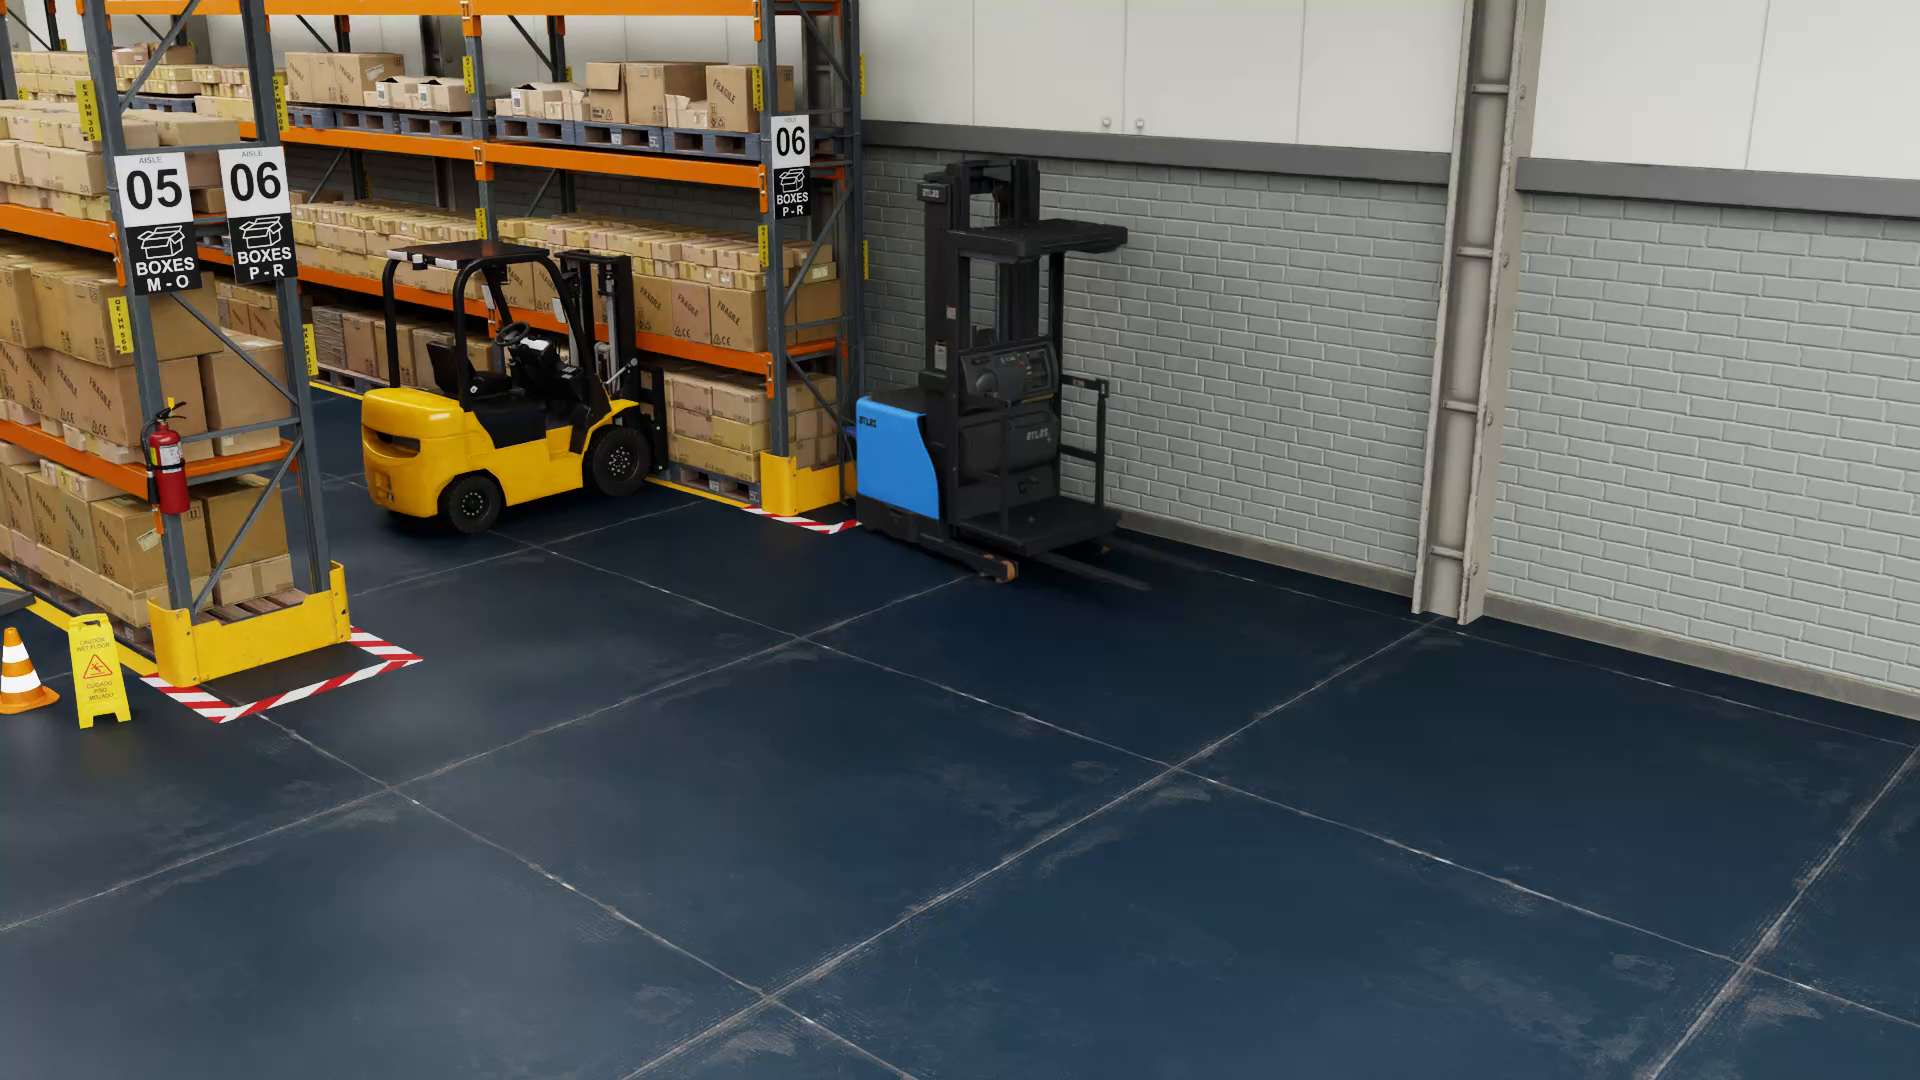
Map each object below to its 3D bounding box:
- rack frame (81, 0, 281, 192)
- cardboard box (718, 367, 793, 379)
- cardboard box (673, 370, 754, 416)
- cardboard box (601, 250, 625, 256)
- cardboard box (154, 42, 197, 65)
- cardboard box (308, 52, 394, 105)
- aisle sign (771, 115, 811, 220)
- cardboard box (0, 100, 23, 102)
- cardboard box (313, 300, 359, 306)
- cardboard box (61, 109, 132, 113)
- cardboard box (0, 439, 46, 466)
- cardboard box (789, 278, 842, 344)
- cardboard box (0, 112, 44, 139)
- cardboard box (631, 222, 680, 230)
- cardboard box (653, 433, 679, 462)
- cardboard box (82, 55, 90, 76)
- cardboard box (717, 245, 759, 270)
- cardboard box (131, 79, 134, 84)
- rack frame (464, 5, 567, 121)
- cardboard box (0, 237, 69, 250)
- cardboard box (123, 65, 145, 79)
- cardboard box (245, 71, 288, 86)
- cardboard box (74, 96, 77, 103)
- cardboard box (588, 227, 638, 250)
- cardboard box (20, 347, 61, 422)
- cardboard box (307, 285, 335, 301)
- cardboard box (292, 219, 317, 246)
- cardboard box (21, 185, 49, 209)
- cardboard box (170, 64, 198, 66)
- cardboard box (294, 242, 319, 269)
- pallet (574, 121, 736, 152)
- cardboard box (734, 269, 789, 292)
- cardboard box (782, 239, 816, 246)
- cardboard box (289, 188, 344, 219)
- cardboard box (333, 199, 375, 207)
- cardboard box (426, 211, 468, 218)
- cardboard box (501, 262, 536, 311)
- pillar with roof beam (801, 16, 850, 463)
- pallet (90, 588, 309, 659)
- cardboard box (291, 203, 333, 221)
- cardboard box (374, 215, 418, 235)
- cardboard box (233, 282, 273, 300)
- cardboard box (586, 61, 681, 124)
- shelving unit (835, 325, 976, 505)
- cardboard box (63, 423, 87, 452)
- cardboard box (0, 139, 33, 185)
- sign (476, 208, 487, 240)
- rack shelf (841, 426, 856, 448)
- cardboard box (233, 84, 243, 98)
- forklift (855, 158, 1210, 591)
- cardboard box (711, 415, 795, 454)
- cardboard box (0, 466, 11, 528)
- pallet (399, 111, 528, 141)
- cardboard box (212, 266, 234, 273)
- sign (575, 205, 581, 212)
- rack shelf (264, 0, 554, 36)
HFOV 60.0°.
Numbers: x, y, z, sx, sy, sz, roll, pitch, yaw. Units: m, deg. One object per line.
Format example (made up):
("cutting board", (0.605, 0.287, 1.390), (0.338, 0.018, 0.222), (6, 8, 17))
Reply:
("rack frame", (-4.478, -3.522, 9.335), (0.127, 3.000, 1.000), (15, 23, 39))
("cardboard box", (-1.796, -1.392, 14.737), (0.500, 0.250, 0.500), (15, 23, 39))
("cardboard box", (-2.123, -1.276, 14.372), (0.500, 0.250, 0.500), (16, 23, 40))
("cardboard box", (-2.970, -2.508, 14.819), (0.250, 0.149, 0.380), (14, 23, 38))
("cardboard box", (-9.667, -6.002, 20.485), (0.258, 0.266, 0.396), (15, 23, 39))
("cardboard box", (-6.345, -4.839, 17.417), (0.500, 0.500, 0.700), (14, 23, 38))
("aisle sign", (-1.331, -2.946, 13.139), (0.004, 0.787, 0.394), (15, 23, 39))
("cardboard box", (-7.087, -3.142, 12.191), (0.250, 0.149, 0.380), (16, 23, 40))
("cardboard box", (-7.298, -2.550, 19.625), (0.500, 0.500, 0.500), (16, 24, 41))
("cardboard box", (-5.725, -2.783, 11.061), (0.250, 0.149, 0.380), (16, 23, 40))
("cardboard box", (-6.565, -0.648, 11.734), (0.250, 0.149, 0.380), (17, 24, 42))
("cardboard box", (-1.372, -1.997, 14.279), (0.500, 0.500, 0.500), (16, 24, 41))
("cardboard box", (-6.096, -2.654, 10.655), (0.250, 0.149, 0.380), (16, 23, 41))
("cardboard box", (-2.802, -2.828, 15.336), (0.250, 0.149, 0.380), (15, 23, 39))
("cardboard box", (-2.481, -0.904, 14.852), (0.500, 0.250, 0.500), (15, 23, 40))
("cardboard box", (-10.698, -5.981, 20.971), (0.500, 0.250, 0.500), (15, 23, 39))
("cardboard box", (-1.799, -2.352, 13.835), (0.250, 0.149, 0.380), (15, 23, 39))
("cardboard box", (-9.776, -5.516, 20.129), (0.250, 0.149, 0.380), (15, 23, 40))
("rack frame", (-4.177, -5.449, 15.406), (0.127, 3.000, 1.000), (15, 23, 39))
("cardboard box", (-6.559, -1.780, 11.453), (0.500, 0.500, 0.700), (14, 23, 38))
("cardboard box", (-9.820, -5.639, 20.025), (0.250, 0.149, 0.380), (14, 23, 38))
("cardboard box", (-7.623, -5.085, 18.315), (0.250, 0.149, 0.380), (16, 24, 41))
("cardboard box", (-11.183, -5.668, 21.468), (0.250, 0.149, 0.380), (15, 23, 39))
("cardboard box", (-3.120, -2.717, 14.984), (0.250, 0.149, 0.380), (15, 23, 39))
("cardboard box", (-5.810, -1.102, 10.968), (0.500, 0.500, 0.500), (15, 23, 39))
("cardboard box", (-7.533, -2.946, 19.800), (0.250, 0.149, 0.380), (16, 24, 41))
("cardboard box", (-7.016, -3.410, 18.319), (0.500, 0.250, 0.500), (15, 23, 39))
("cardboard box", (-5.677, -2.190, 10.511), (0.250, 0.149, 0.380), (15, 23, 39))
("cardboard box", (-9.459, -5.767, 20.430), (0.250, 0.149, 0.380), (14, 23, 38))
("cardboard box", (-7.000, -3.177, 18.412), (0.500, 0.250, 0.500), (15, 23, 39))
("pallet", (-2.614, -3.567, 14.580), (1.213, 0.211, 1.003), (15, 23, 39))
("cardboard box", (-1.631, -2.150, 13.689), (0.250, 0.149, 0.380), (15, 23, 40))
("cardboard box", (-1.452, -2.469, 14.202), (0.250, 0.149, 0.380), (16, 24, 41))
("cardboard box", (-7.450, -3.780, 19.203), (0.500, 0.500, 0.500), (16, 24, 42))
("cardboard box", (-6.792, -3.730, 18.670), (0.250, 0.149, 0.380), (16, 24, 41))
("cardboard box", (-5.407, -3.383, 17.574), (0.250, 0.149, 0.380), (15, 23, 40))
("cardboard box", (-4.019, -2.489, 15.832), (0.500, 0.500, 0.500), (14, 22, 38))
("pillar with roof beam", (-3.966, -4.016, 10.890), (0.400, 9.000, 9.100), (15, 23, 39))
("pallet", (-5.119, 0.480, 11.251), (1.213, 0.211, 1.003), (15, 23, 39))
("cardboard box", (-7.126, -3.619, 18.319), (0.250, 0.149, 0.380), (16, 24, 41))
("cardboard box", (-5.805, -3.251, 17.158), (0.250, 0.149, 0.380), (14, 23, 38))
("cardboard box", (-8.453, -2.977, 19.898), (0.250, 0.149, 0.380), (15, 23, 38))
("cardboard box", (-2.790, -3.902, 14.458), (0.637, 0.503, 0.797), (16, 24, 41))
("shelving unit", (-0.445, -1.045, 13.917), (1.048, 1.500, 0.538), (-9, 19, -26))
("cardboard box", (-5.553, -0.697, 10.764), (0.250, 0.149, 0.380), (16, 23, 40))
("cardboard box", (-5.806, -2.409, 10.542), (0.500, 0.250, 0.500), (16, 24, 41))
("sign", (-4.530, -2.979, 15.757), (0.005, 0.325, 0.100), (15, 23, 39))
("rack shelf", (-0.444, -0.873, 13.970), (1.000, 0.185, 0.538), (-9, 19, -26))
("cardboard box", (-7.955, -5.073, 18.768), (0.250, 0.149, 0.380), (16, 23, 40))
("forklift", (0.512, -1.254, 12.218), (1.130, 2.935, 3.031), (-15, 23, -39))
("cardboard box", (-1.757, -0.942, 14.145), (0.500, 0.250, 0.500), (15, 23, 39))
("cardboard box", (-6.799, -0.429, 12.116), (0.500, 0.500, 0.500), (16, 24, 41))
("pallet", (-4.846, -4.103, 16.438), (1.217, 0.209, 0.805), (14, 22, 37))
("cardboard box", (-9.307, -3.407, 21.254), (0.250, 0.149, 0.380), (15, 23, 40))
("sign", (-3.810, -3.166, 16.567), (0.005, 0.325, 0.100), (15, 23, 39))
("rack shelf", (-5.673, -5.317, 16.841), (4.000, 0.370, 1.077), (15, 23, 39))
